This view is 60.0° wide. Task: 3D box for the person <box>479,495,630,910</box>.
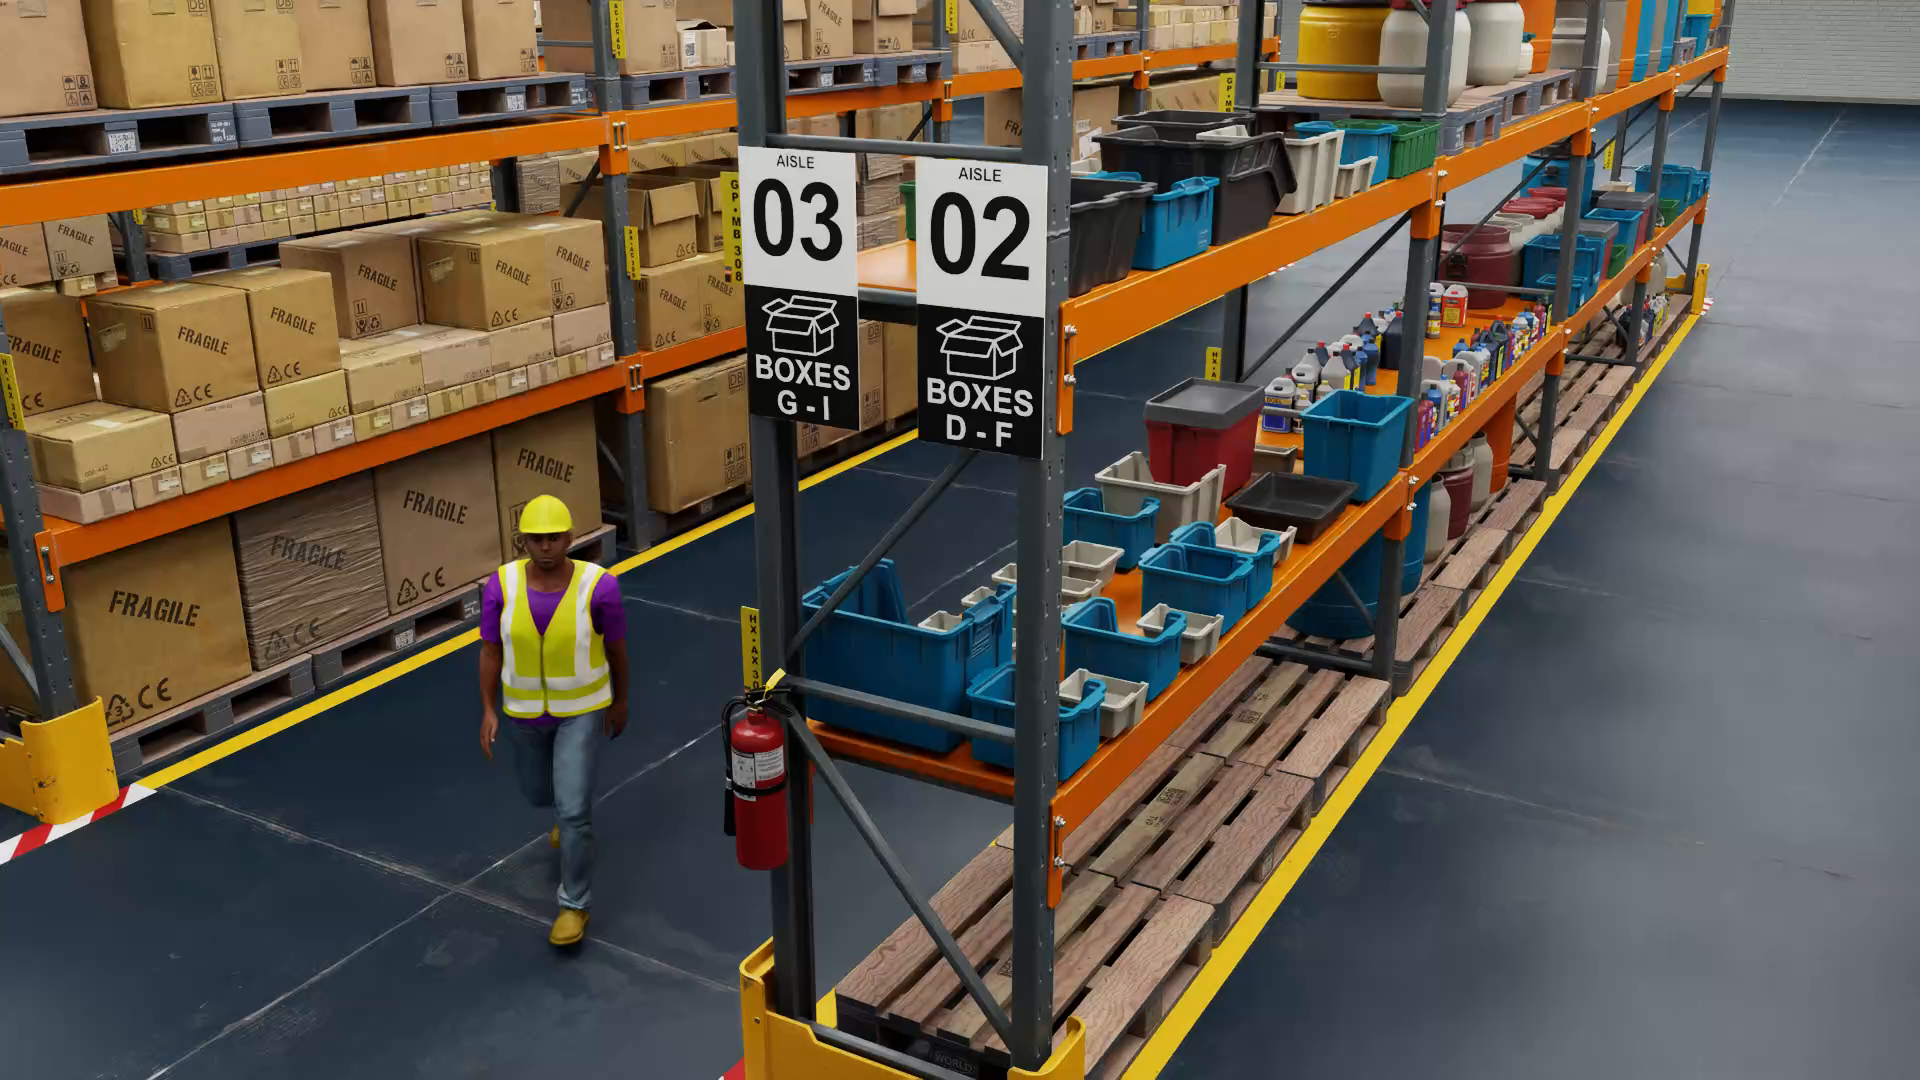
[{"bbox_3d":[-1.611,0.602,6.710,0.559,1.670,0.790,1,19,3],"label":"person"}]
